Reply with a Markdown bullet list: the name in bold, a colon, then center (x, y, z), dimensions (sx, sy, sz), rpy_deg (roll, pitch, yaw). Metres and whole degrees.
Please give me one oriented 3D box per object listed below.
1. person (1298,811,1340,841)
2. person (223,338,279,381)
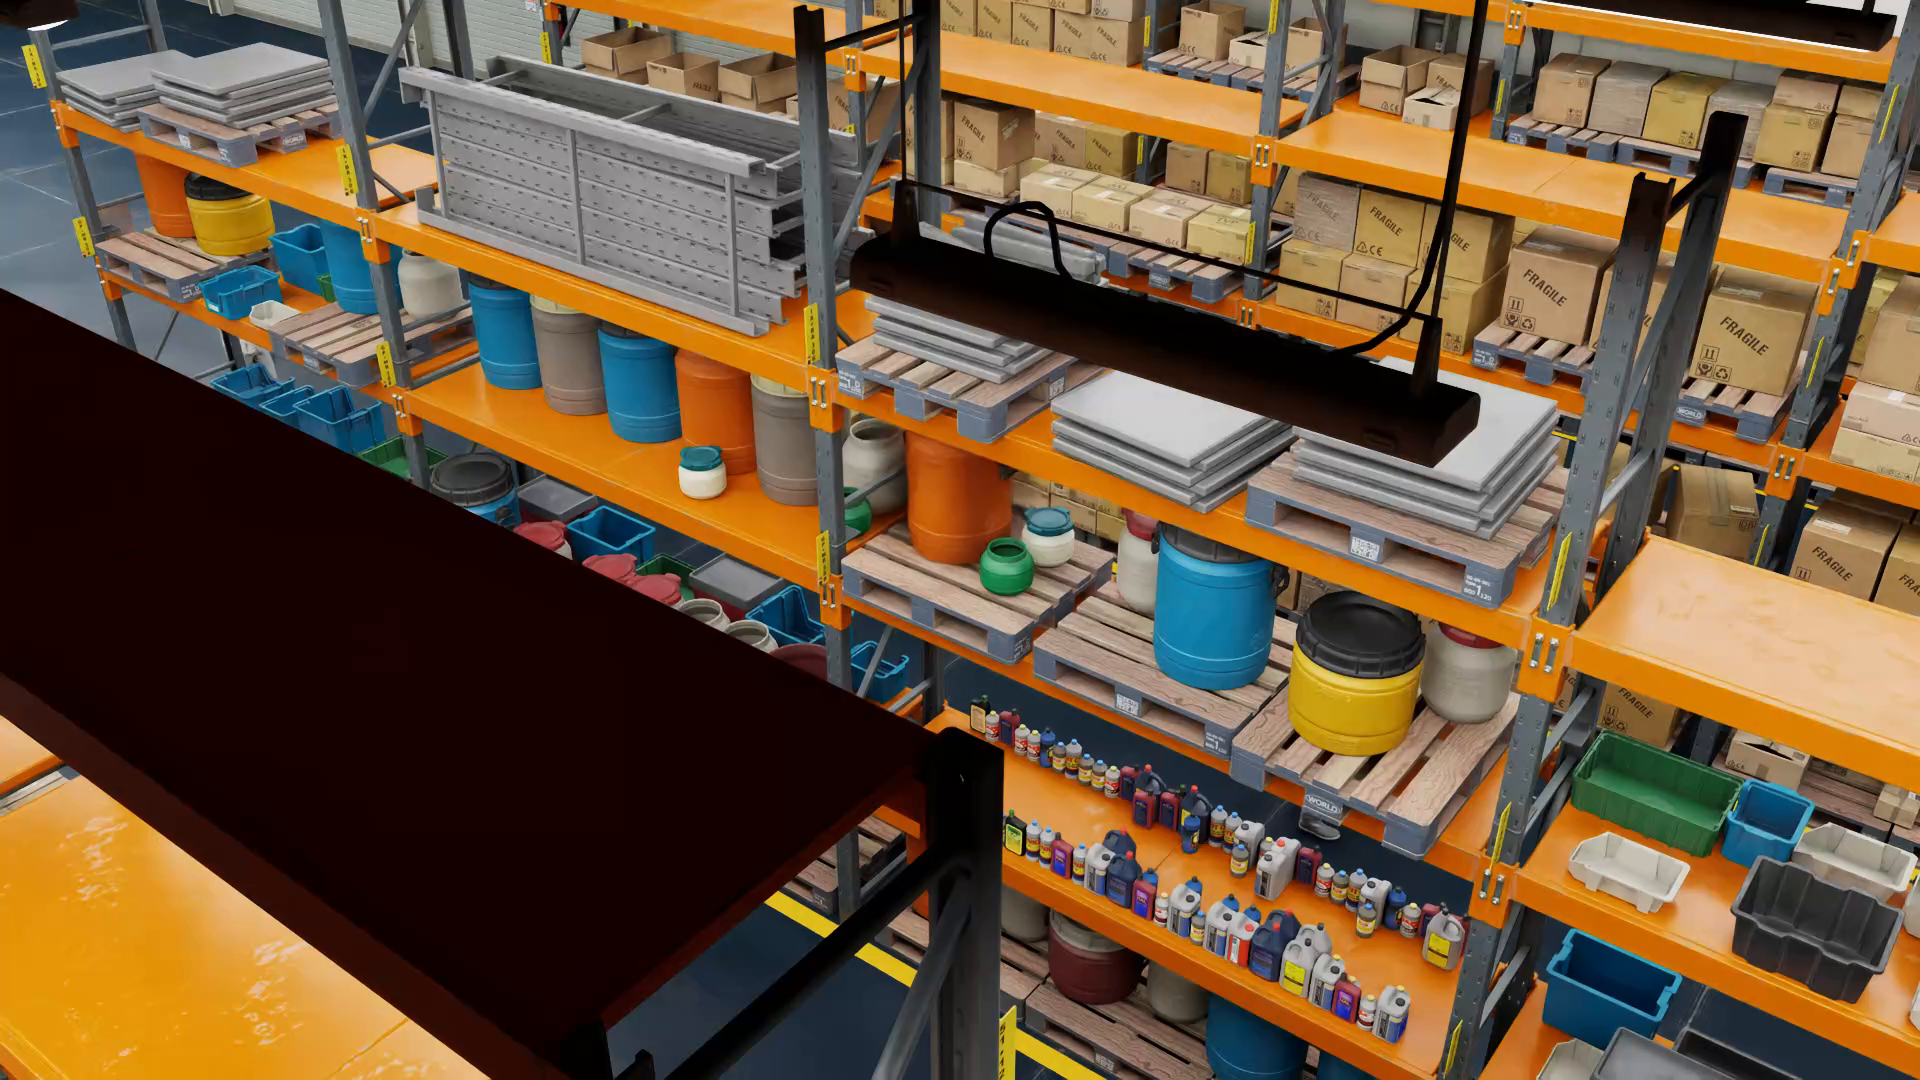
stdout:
- **person**: center (2.552, 1.368, 11.438), dimensions (0.477, 1.662, 0.518), rpy_deg (18, 36, 27)
- **person**: center (-7.202, -1.884, 16.807), dimensions (0.579, 1.734, 0.509), rpy_deg (17, 35, 25)
